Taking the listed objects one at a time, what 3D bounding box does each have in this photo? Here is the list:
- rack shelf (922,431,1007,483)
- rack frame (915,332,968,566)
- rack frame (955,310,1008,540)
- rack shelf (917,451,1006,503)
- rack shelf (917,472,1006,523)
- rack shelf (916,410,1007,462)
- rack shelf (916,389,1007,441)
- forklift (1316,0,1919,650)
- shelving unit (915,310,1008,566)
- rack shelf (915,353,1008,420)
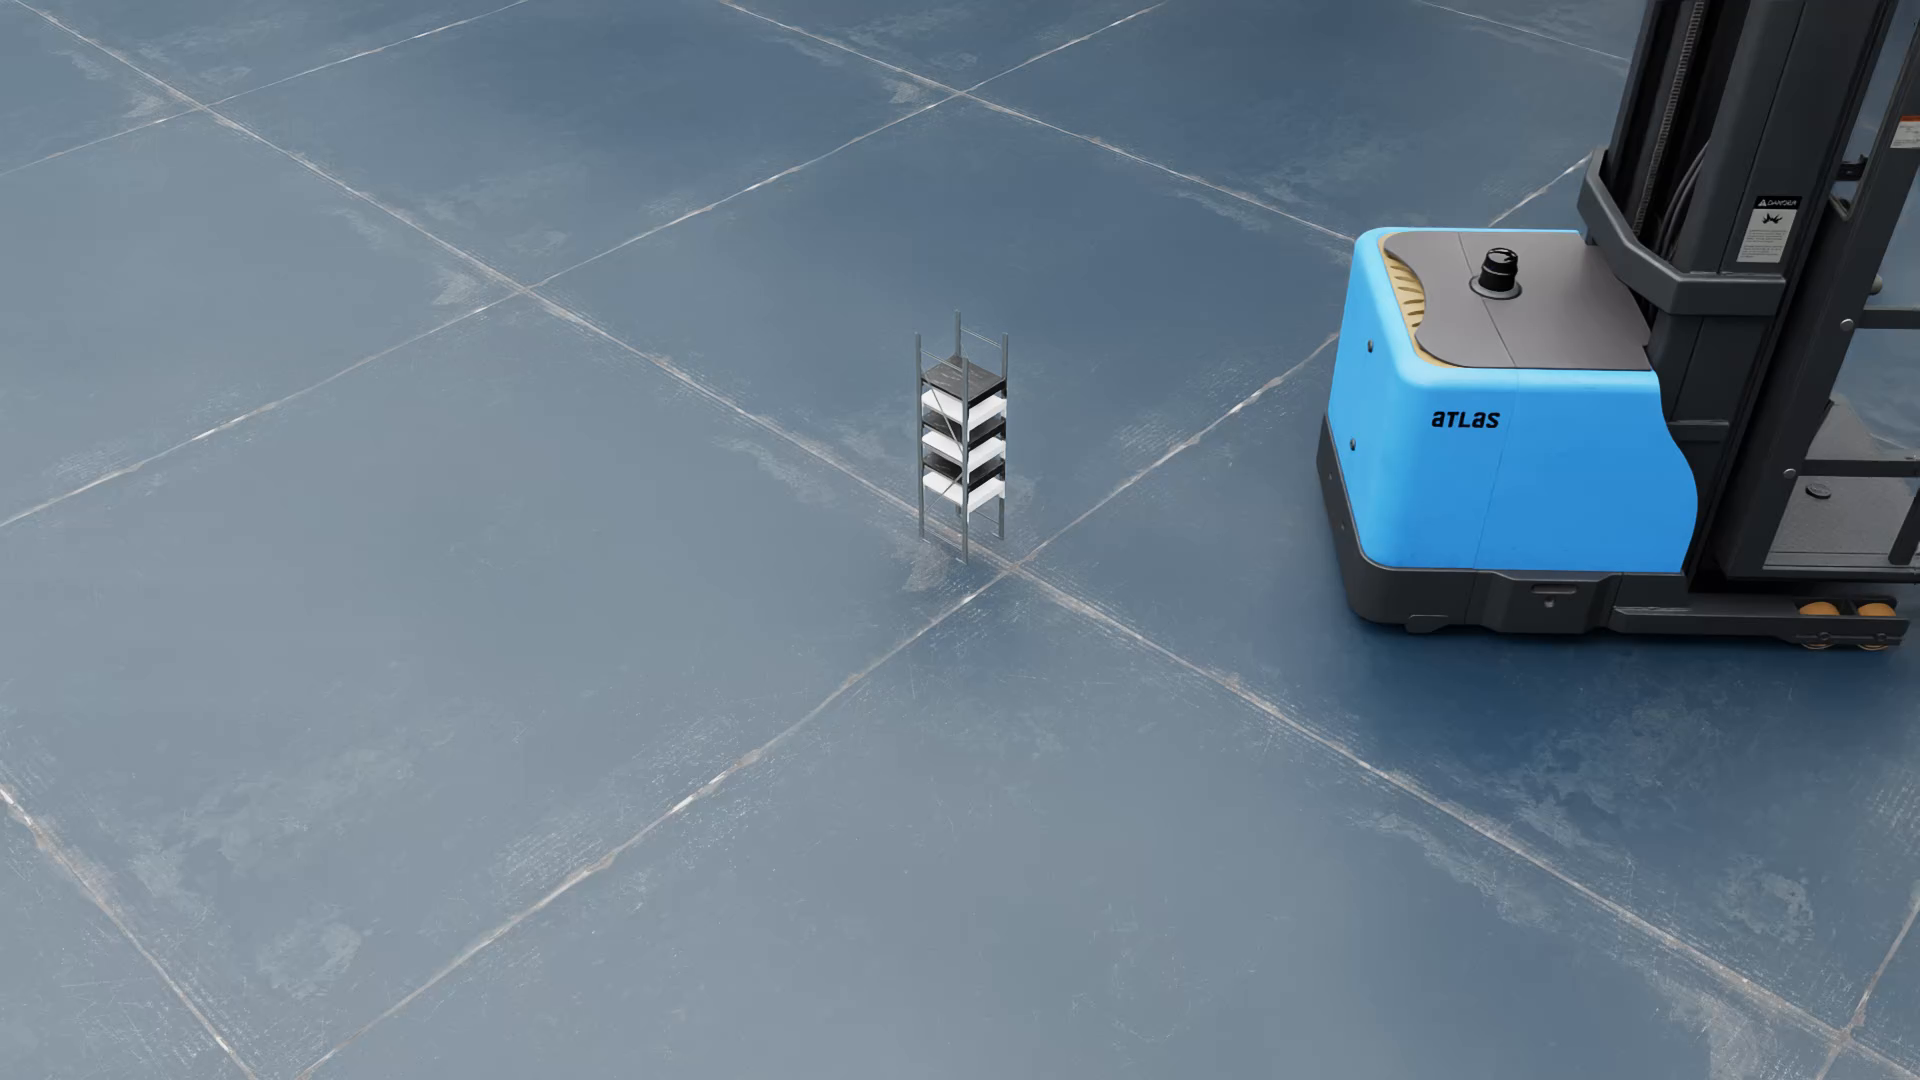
[{"bbox_3d":[0.005,-0.330,5.995,0.258,0.077,0.200,30,47,32],"label":"rack shelf"},{"bbox_3d":[-0.063,-0.309,5.916,0.240,0.900,0.006,30,47,32],"label":"rack frame"},{"bbox_3d":[0.074,-0.403,6.033,0.240,0.900,0.006,30,47,32],"label":"rack frame"},{"bbox_3d":[0.005,-0.259,6.051,0.258,0.077,0.200,30,47,32],"label":"rack shelf"},{"bbox_3d":[0.005,-0.189,6.107,0.258,0.077,0.200,30,47,32],"label":"rack shelf"},{"bbox_3d":[0.005,-0.400,5.939,0.258,0.077,0.200,30,47,32],"label":"rack shelf"},{"bbox_3d":[0.005,-0.471,5.883,0.258,0.077,0.200,30,47,32],"label":"rack shelf"},{"bbox_3d":[2.896,-1.103,5.282,3.031,2.935,1.130,1,39,1],"label":"forklift"},{"bbox_3d":[0.005,-0.356,5.975,0.258,0.900,0.210,30,47,32],"label":"shelving unit"},{"bbox_3d":[0.005,-0.541,5.827,0.258,0.077,0.200,30,47,32],"label":"rack shelf"}]
